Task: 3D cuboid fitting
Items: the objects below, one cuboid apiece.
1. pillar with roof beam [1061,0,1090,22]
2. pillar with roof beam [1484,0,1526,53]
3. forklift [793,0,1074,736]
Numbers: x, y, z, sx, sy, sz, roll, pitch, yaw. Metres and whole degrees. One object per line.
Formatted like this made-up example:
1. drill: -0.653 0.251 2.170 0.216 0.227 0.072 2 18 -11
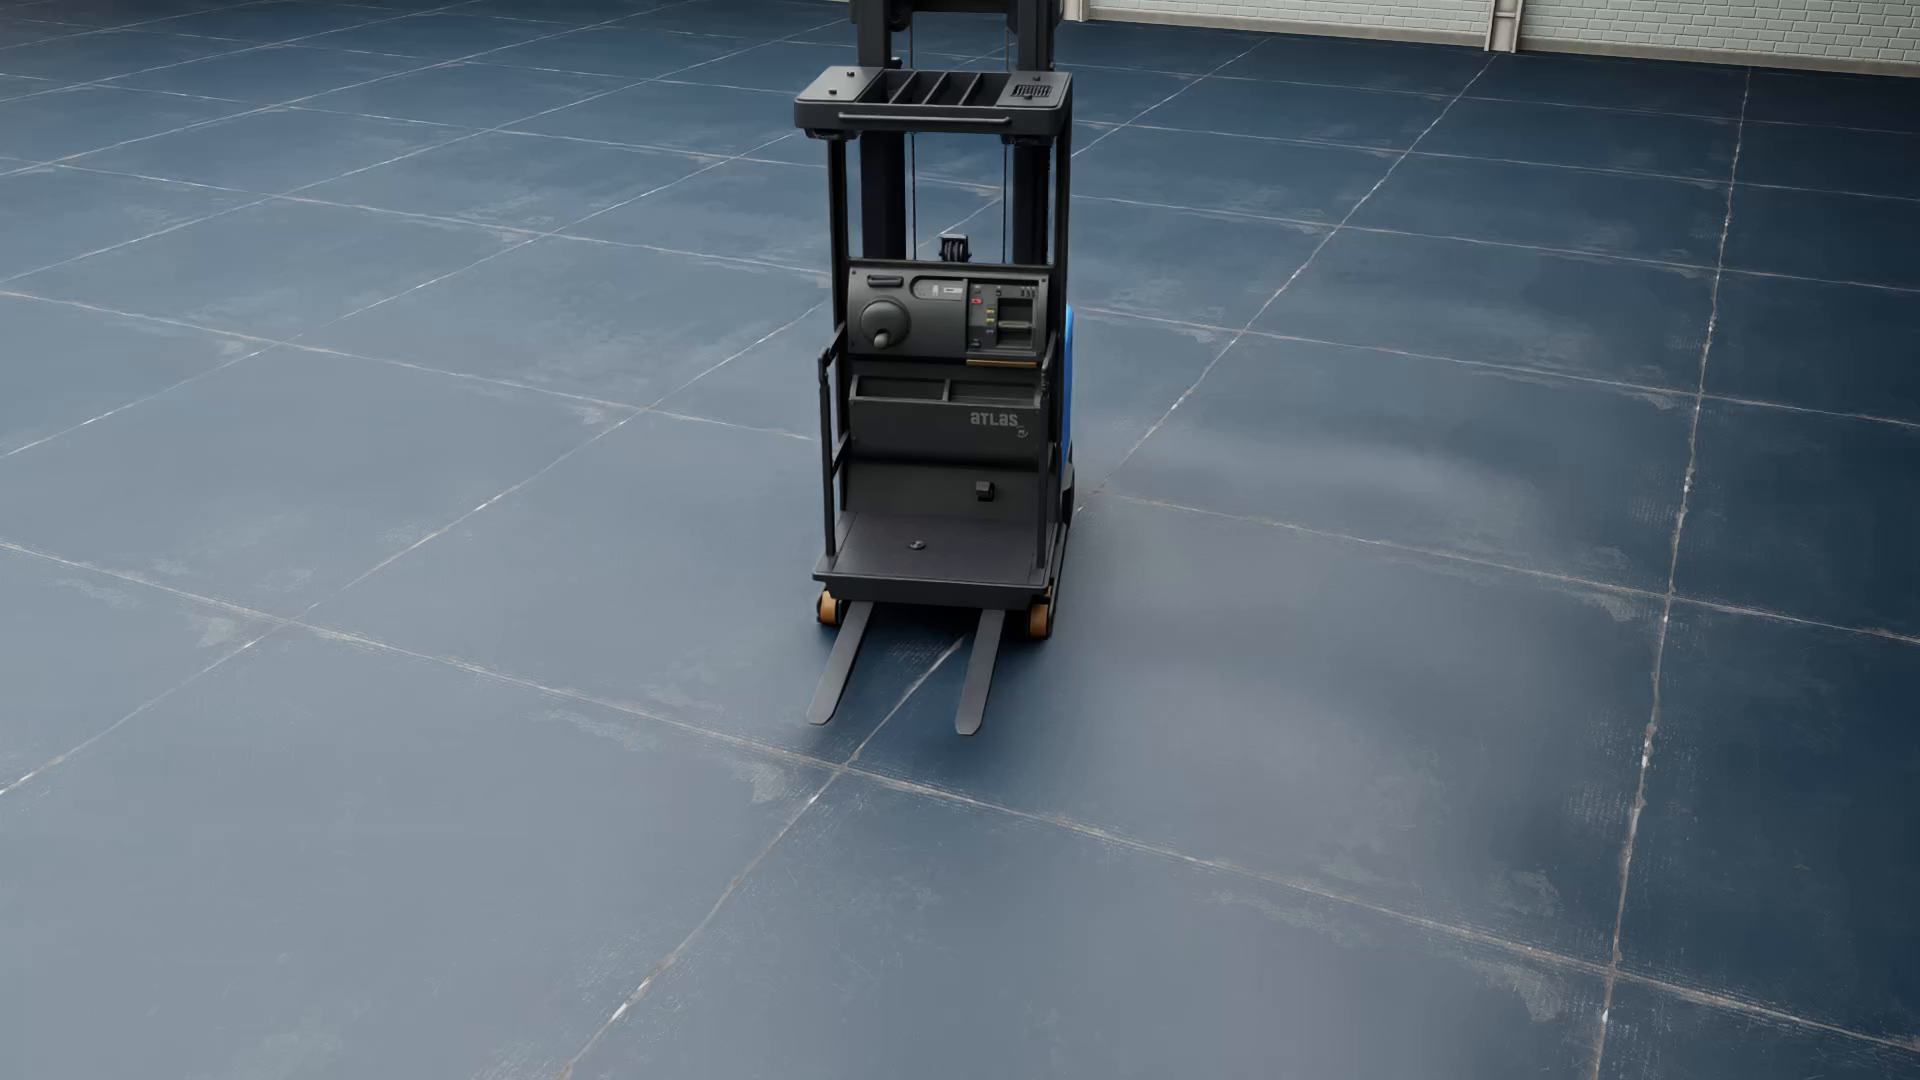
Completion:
1. pillar with roof beam: -0.144 -9.832 18.533 0.400 9.000 9.100 11 28 22
2. pillar with roof beam: 5.317 -8.735 16.305 0.400 9.000 9.100 11 28 22
3. forklift: -0.083 -1.017 7.496 1.130 2.935 3.031 3 26 7
